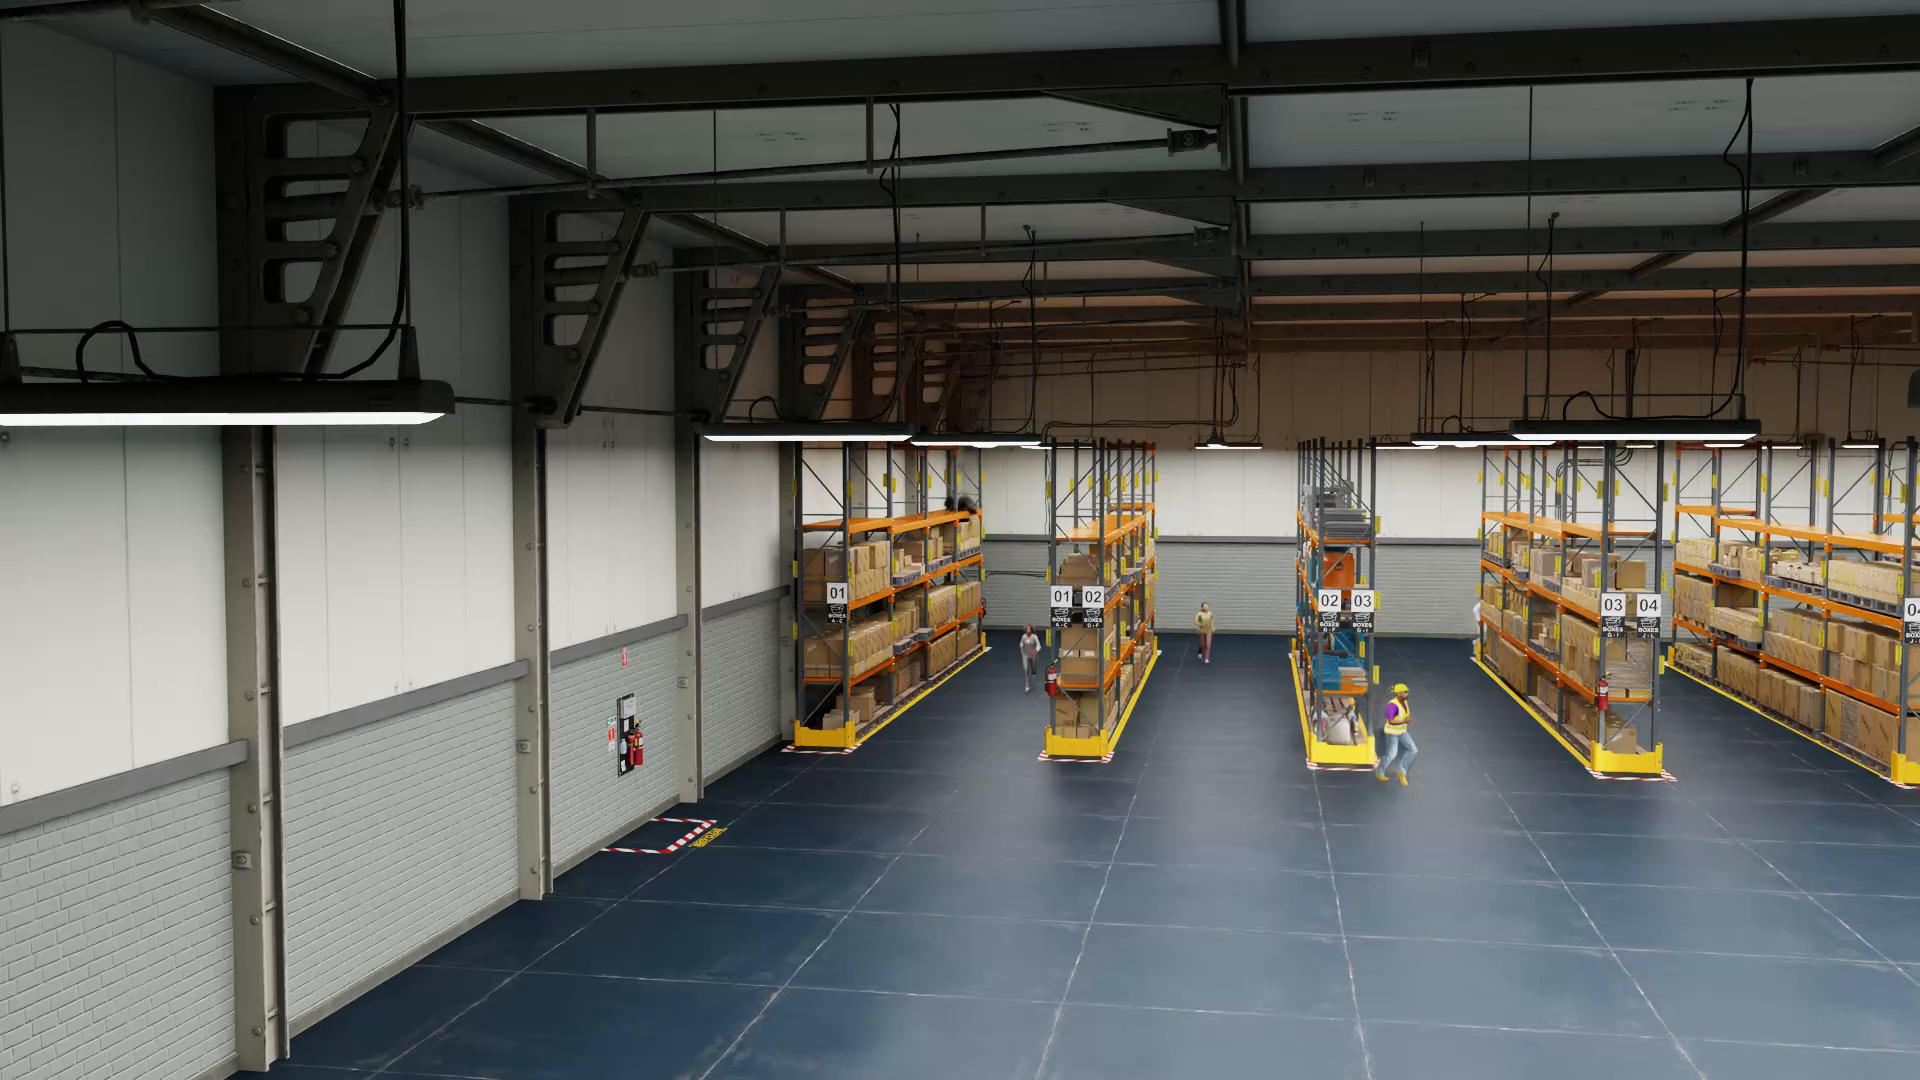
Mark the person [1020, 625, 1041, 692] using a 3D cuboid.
[{"bbox_3d":[1.687,2.846,40.127,0.520,1.570,0.925,0,3,6],"label":"person"}]

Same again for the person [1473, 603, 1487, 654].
[{"bbox_3d":[14.813,2.373,46.819,0.689,1.736,0.698,2,4,33],"label":"person"}]

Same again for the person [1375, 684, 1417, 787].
[{"bbox_3d":[7.490,3.335,28.527,0.731,1.767,0.817,-3,4,-45],"label":"person"}]

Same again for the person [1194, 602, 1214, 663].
[{"bbox_3d":[6.642,2.506,45.146,0.583,1.636,0.819,0,3,-7],"label":"person"}]
